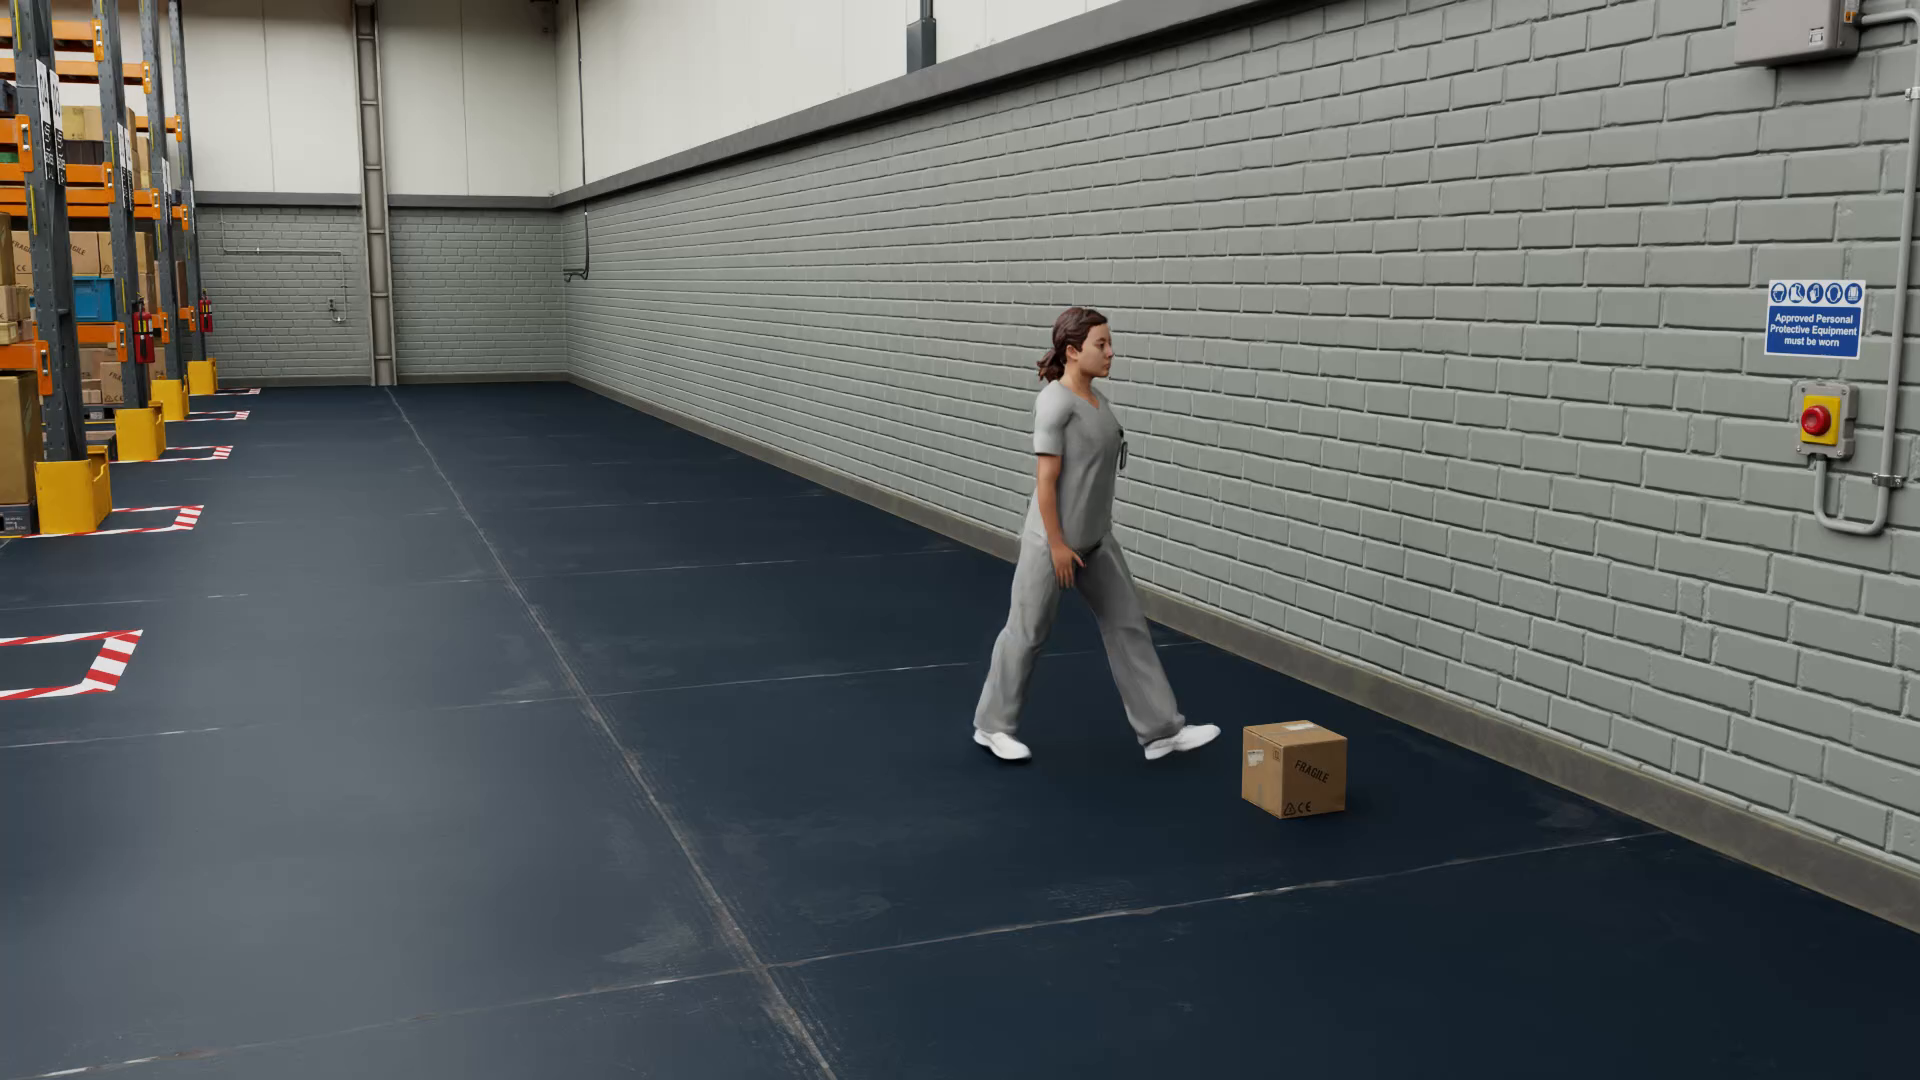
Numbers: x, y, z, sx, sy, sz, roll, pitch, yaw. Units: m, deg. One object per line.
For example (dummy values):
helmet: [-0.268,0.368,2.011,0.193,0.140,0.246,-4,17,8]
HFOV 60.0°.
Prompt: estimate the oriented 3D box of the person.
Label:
person: [0.465,-0.004,5.927,0.911,1.636,0.468,6,11,33]
